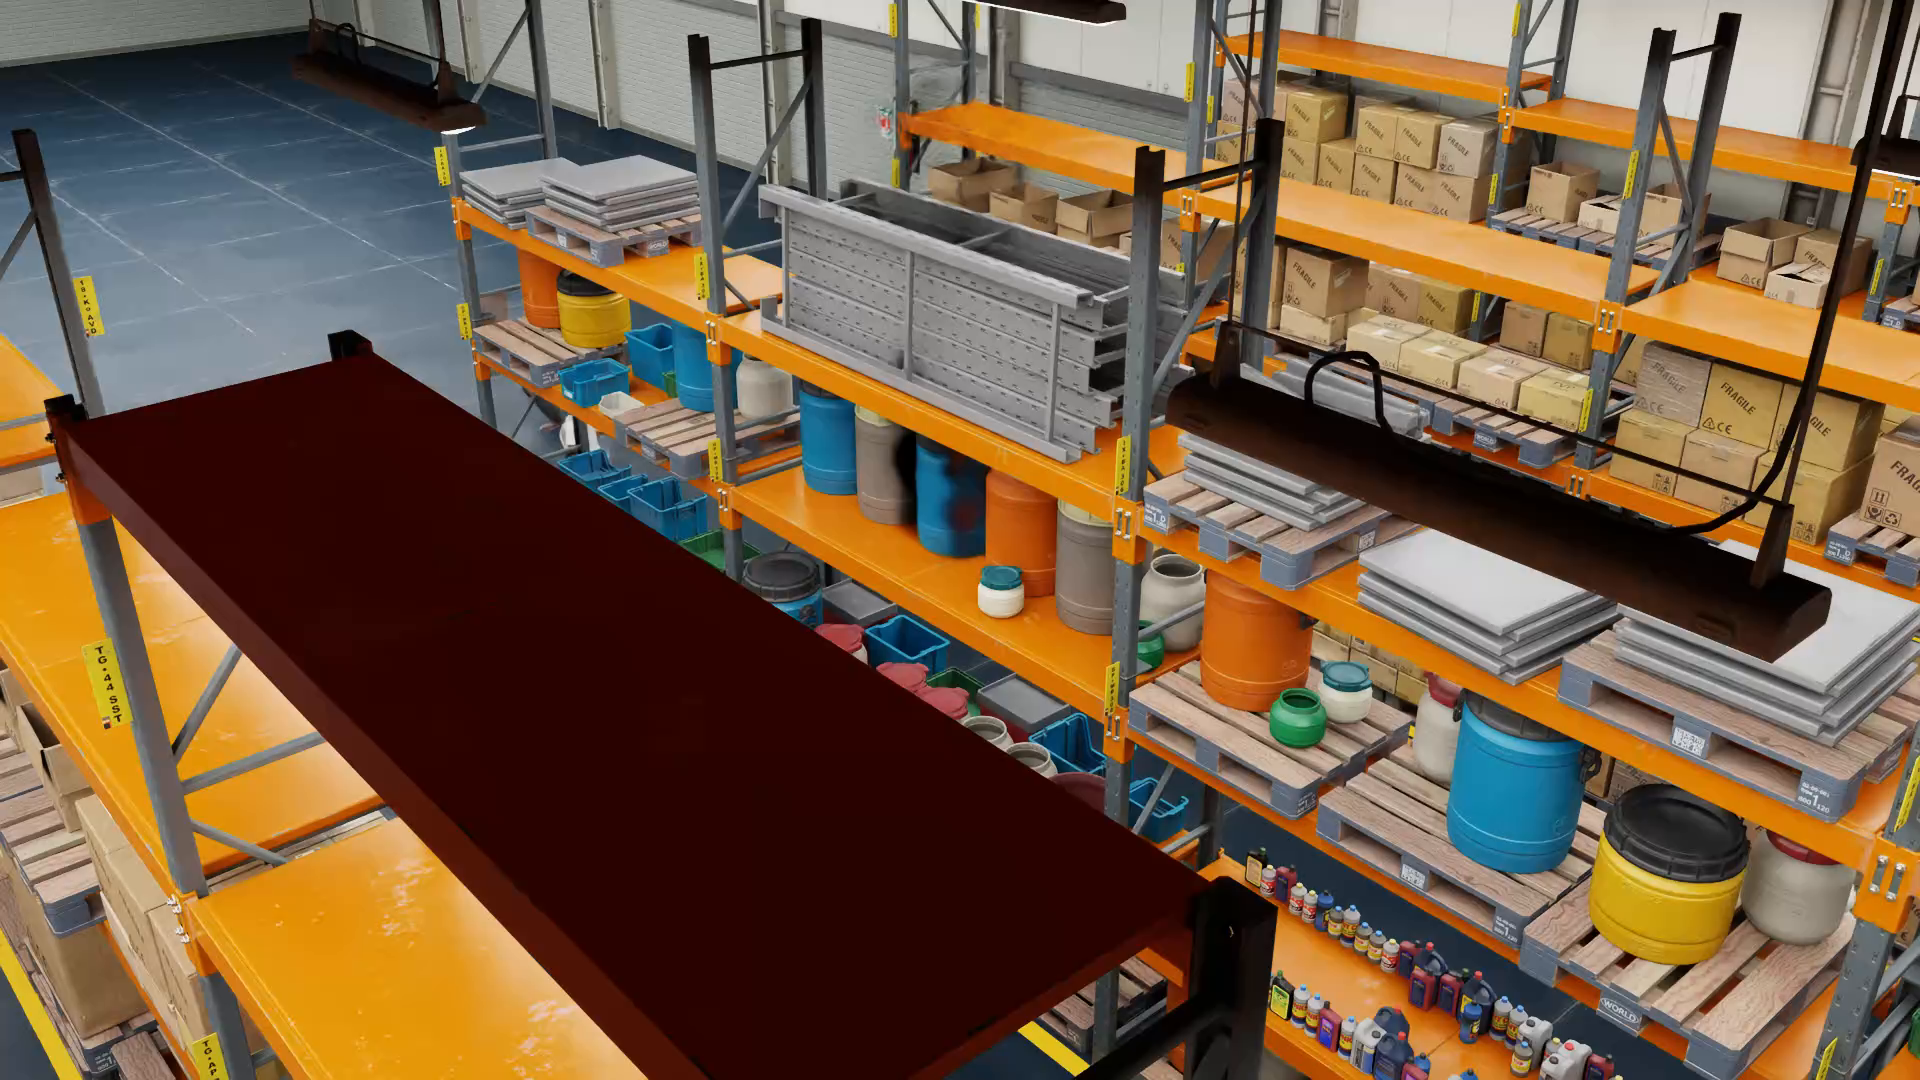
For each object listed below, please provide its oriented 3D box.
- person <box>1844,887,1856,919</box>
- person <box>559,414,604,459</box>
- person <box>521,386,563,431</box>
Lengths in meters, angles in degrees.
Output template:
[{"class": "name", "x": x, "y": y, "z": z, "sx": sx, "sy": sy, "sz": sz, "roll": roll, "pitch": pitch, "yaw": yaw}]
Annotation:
[{"class": "person", "x": 5.128, "y": 2.765, "z": 10.184, "sx": 0.639, "sy": 1.759, "sz": 0.648, "roll": 24, "pitch": 35, "yaw": 39}, {"class": "person", "x": -3.901, "y": -0.807, "z": 17.278, "sx": 0.606, "sy": 1.735, "sz": 0.737, "roll": 10, "pitch": 29, "yaw": 19}, {"class": "person", "x": -5.029, "y": -2.069, "z": 19.857, "sx": 0.500, "sy": 1.613, "sz": 0.636, "roll": -5, "pitch": 27, "yaw": -10}]
